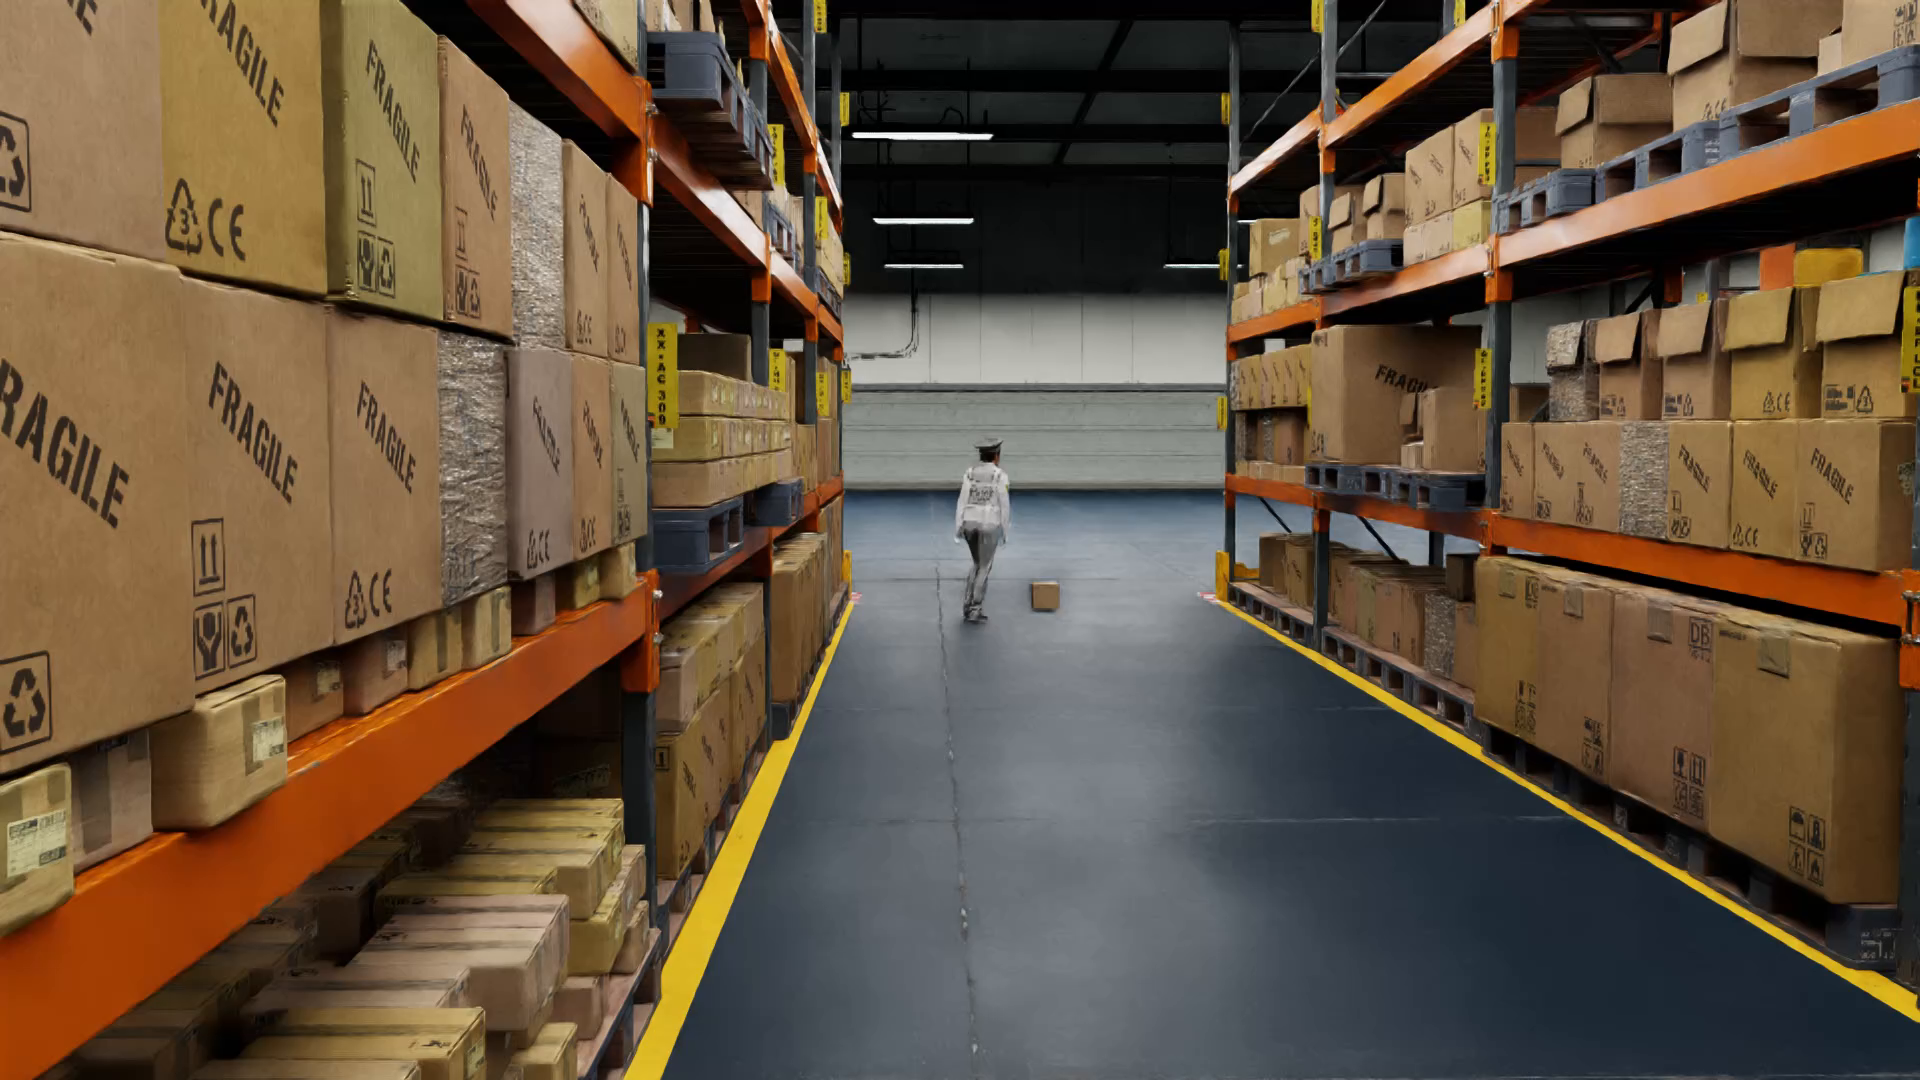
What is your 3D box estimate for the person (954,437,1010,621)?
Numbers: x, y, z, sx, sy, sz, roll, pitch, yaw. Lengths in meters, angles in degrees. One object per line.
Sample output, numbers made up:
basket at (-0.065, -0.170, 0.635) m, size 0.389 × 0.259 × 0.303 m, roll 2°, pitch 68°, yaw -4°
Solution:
person at (0.219, -0.101, 15.113) m, size 0.514 × 1.667 × 0.486 m, roll 2°, pitch 5°, yaw 31°
